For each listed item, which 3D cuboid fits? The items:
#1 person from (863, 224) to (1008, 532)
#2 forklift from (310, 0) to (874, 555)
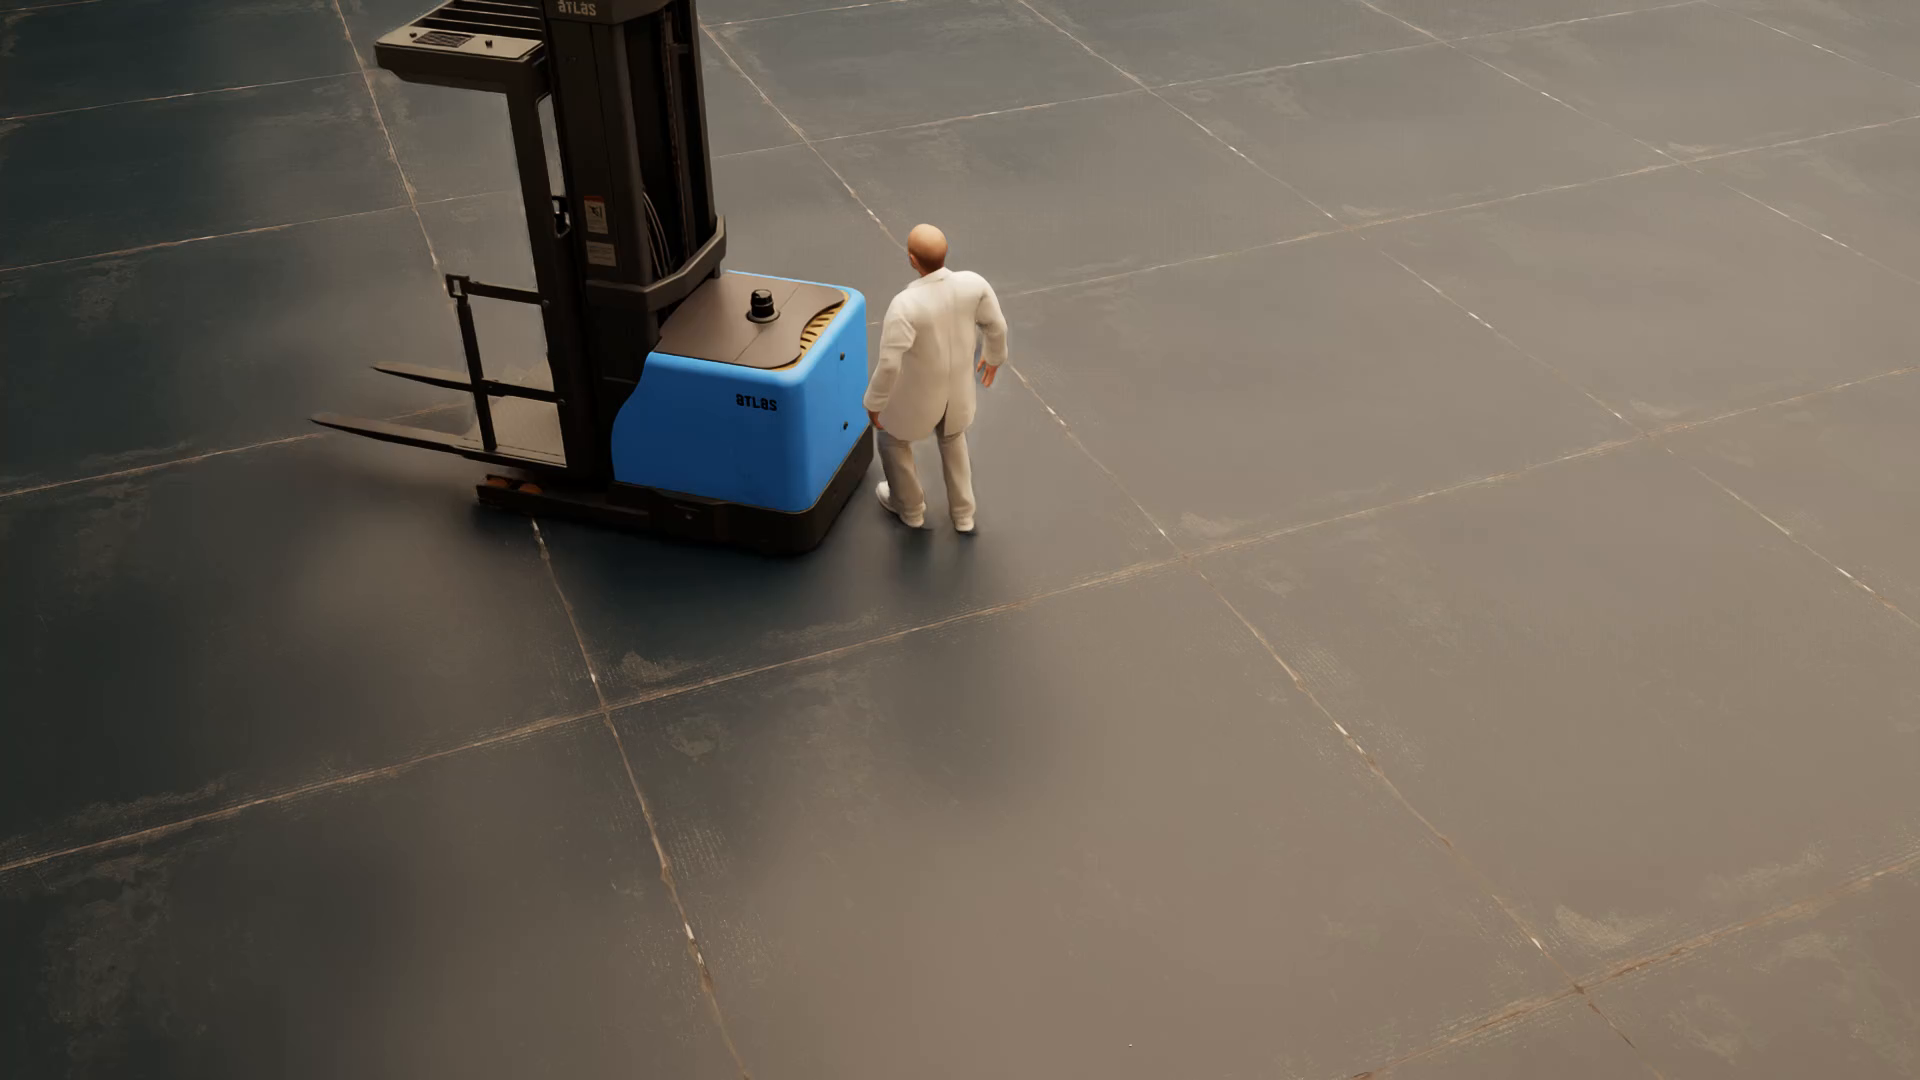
[{"bbox_3d":[-0.184,-0.818,8.283,0.816,1.744,0.633,-18,39,-24],"label":"person"},{"bbox_3d":[-2.050,-1.607,8.359,3.031,2.935,1.130,10,37,14],"label":"forklift"}]
